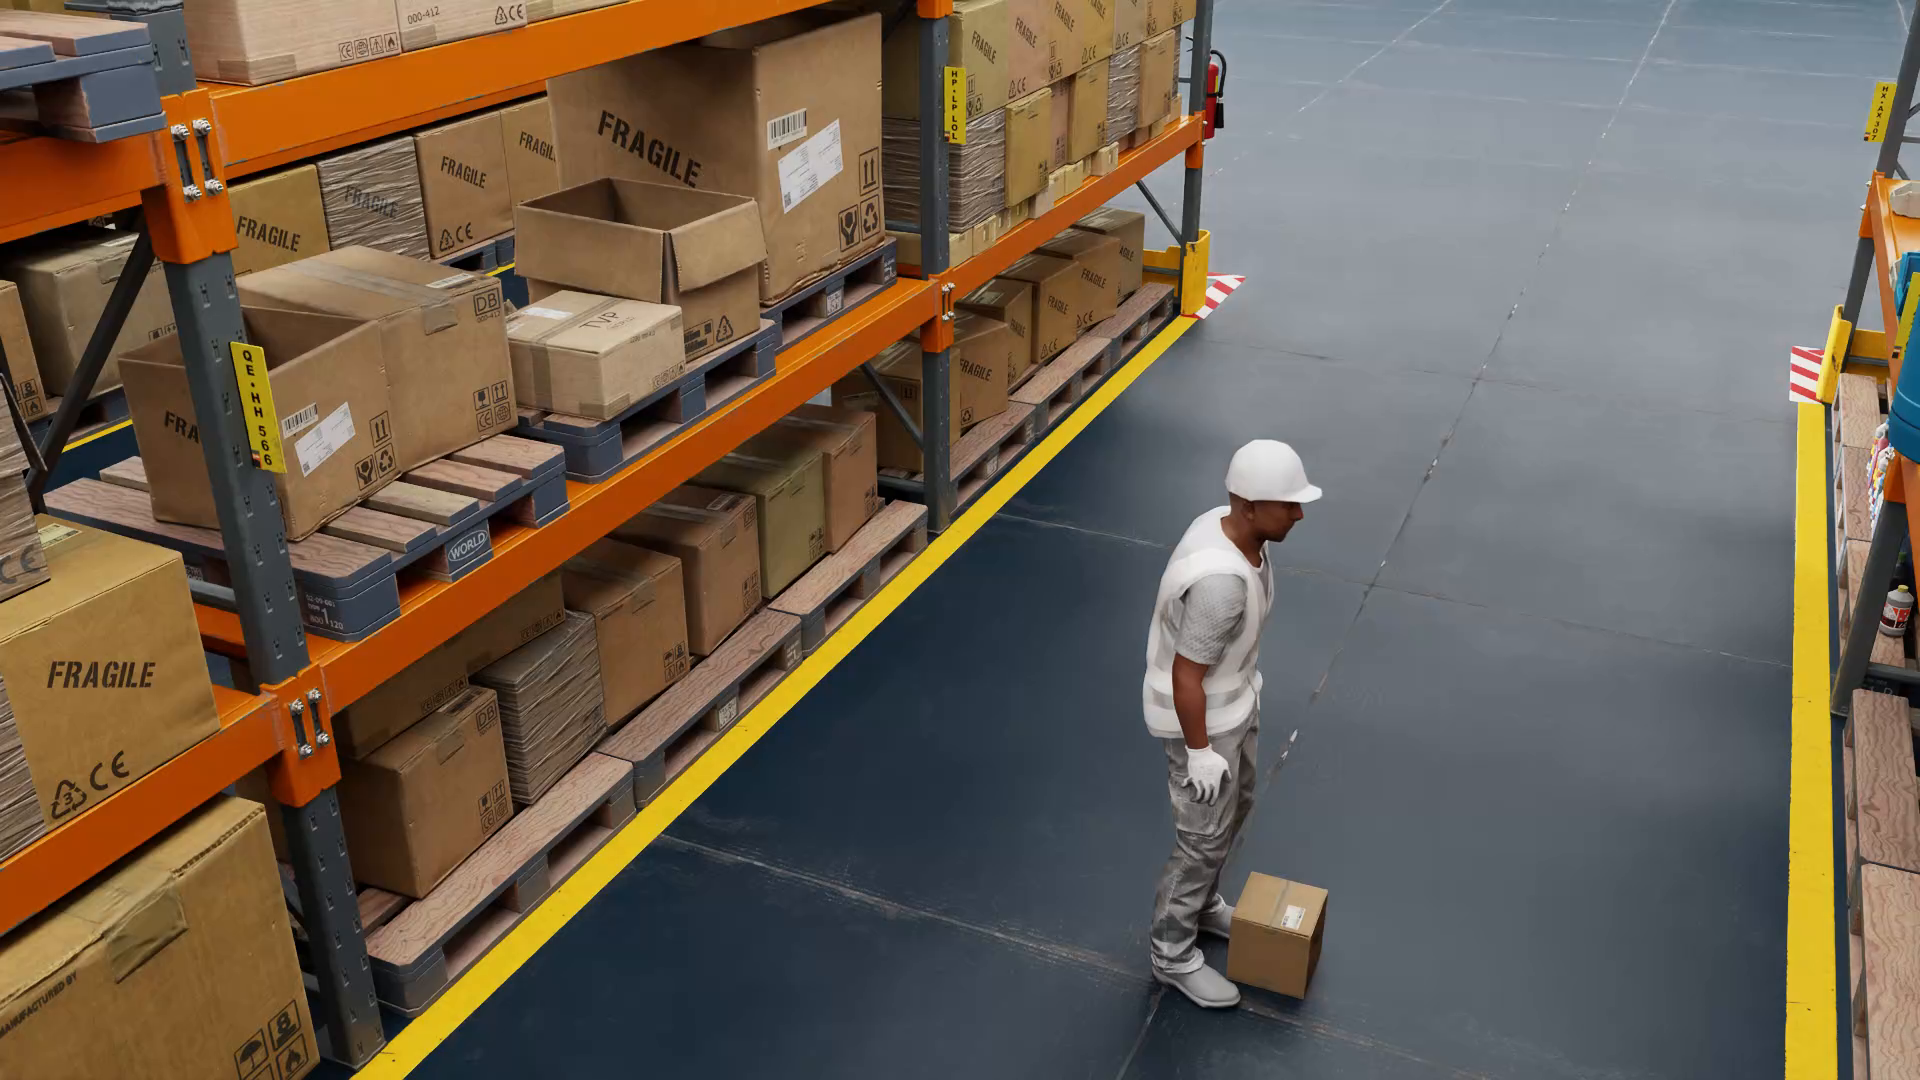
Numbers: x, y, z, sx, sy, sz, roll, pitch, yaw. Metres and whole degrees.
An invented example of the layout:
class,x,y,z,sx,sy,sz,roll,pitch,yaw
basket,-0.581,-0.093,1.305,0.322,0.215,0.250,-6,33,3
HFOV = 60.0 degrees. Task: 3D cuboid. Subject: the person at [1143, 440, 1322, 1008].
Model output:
class,x,y,z,sx,sy,sz,roll,pitch,yaw
person,0.787,0.529,5.015,0.452,1.771,0.616,10,28,20
